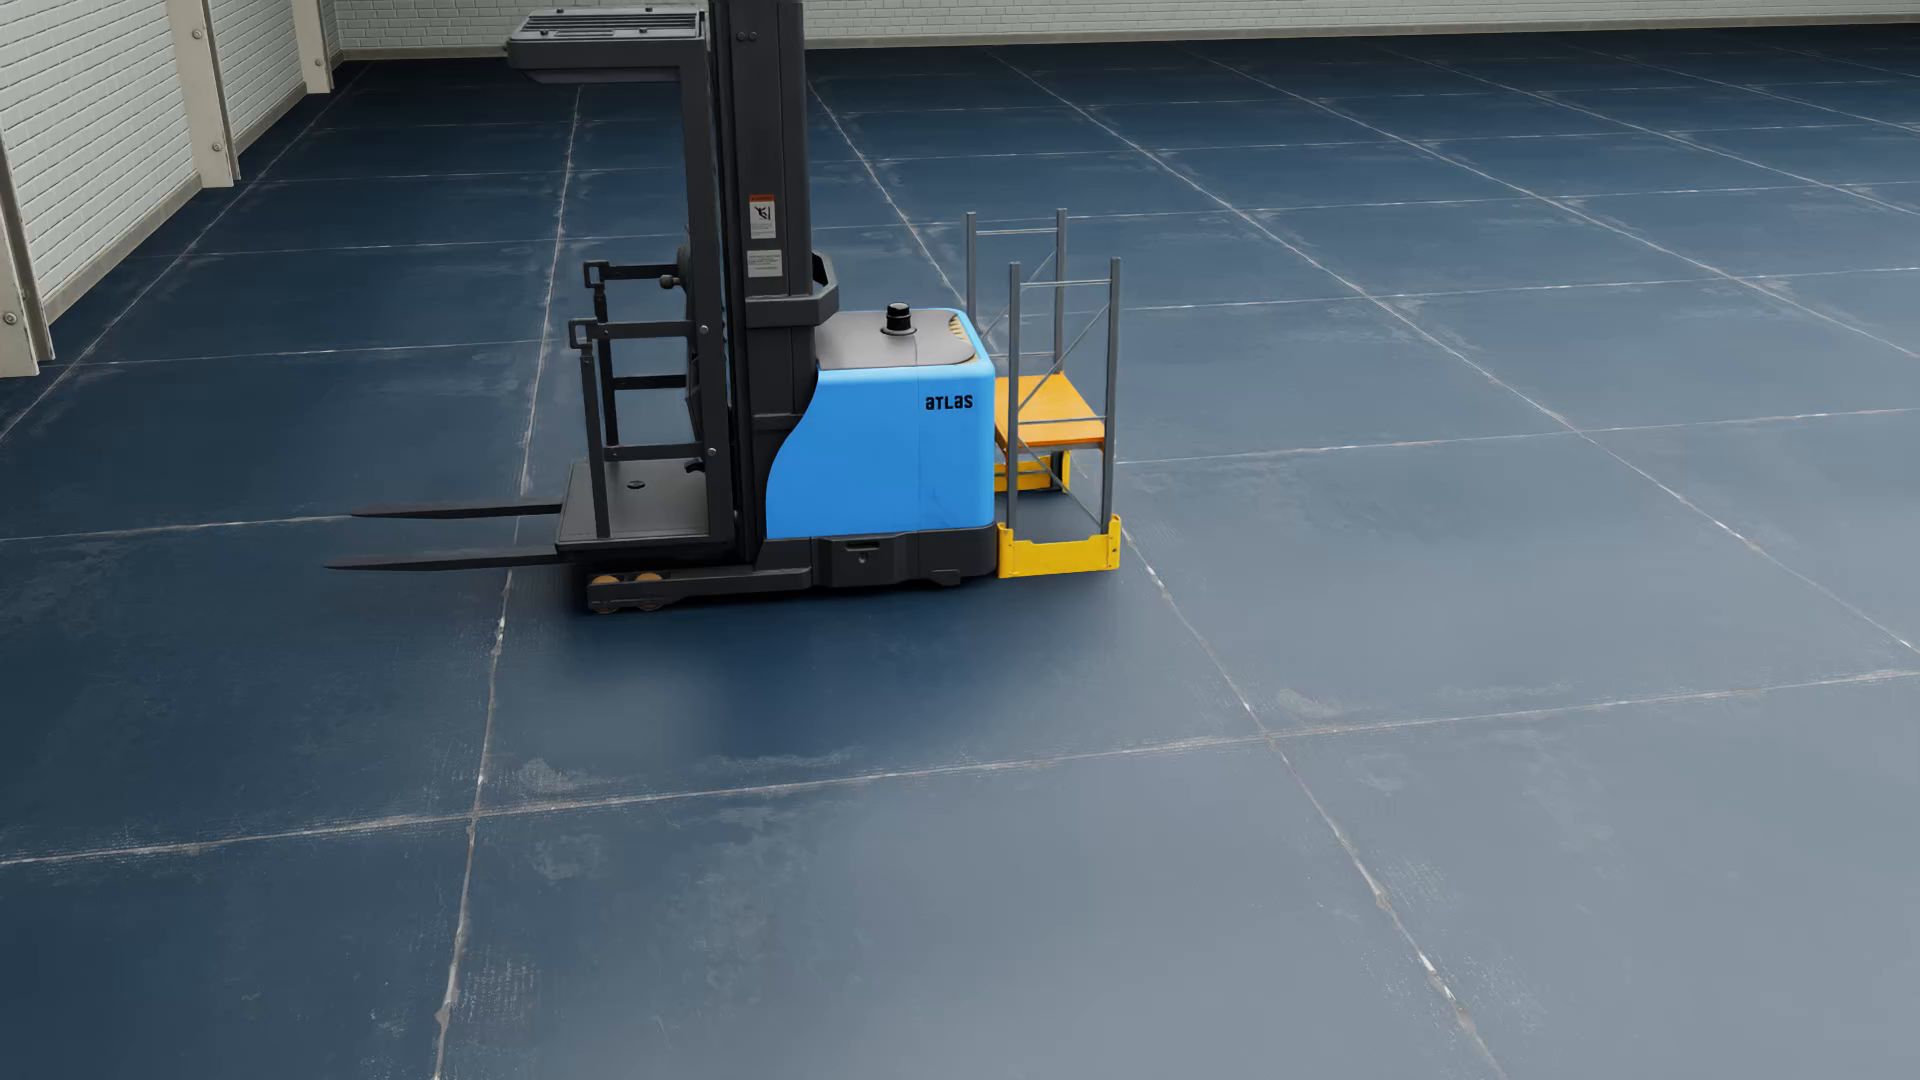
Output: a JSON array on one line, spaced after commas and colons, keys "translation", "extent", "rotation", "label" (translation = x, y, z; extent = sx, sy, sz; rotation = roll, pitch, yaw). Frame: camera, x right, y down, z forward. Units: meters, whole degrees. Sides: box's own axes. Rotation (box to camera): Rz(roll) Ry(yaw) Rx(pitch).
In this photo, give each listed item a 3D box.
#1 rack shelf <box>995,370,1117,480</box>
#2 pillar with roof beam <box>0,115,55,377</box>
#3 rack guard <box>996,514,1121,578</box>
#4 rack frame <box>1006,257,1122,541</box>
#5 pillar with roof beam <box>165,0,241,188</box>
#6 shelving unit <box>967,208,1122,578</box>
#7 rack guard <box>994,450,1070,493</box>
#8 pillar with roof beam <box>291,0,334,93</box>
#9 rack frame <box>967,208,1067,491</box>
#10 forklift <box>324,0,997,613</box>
[{"translation": [0.374, -0.578, 8.150], "extent": [0.538, 0.185, 1.000], "rotation": [-4, 24, -10], "label": "rack shelf"}, {"translation": [-1.879, -5.565, 9.748], "extent": [9.100, 9.000, 0.400], "rotation": [-4, 24, -10], "label": "pillar with roof beam"}, {"translation": [0.466, 0.029, 7.871], "extent": [0.587, 0.250, 0.087], "rotation": [-4, 24, -10], "label": "rack guard"}, {"translation": [0.466, -0.543, 7.620], "extent": [0.500, 1.500, 0.032], "rotation": [-4, 24, -10], "label": "rack frame"}, {"translation": [-2.989, -7.925, 15.151], "extent": [9.100, 9.000, 0.400], "rotation": [-4, 24, -10], "label": "pillar with roof beam"}, {"translation": [0.376, -0.740, 8.070], "extent": [0.587, 1.500, 1.083], "rotation": [-4, 24, -10], "label": "shelving unit"}, {"translation": [0.286, -0.363, 8.769], "extent": [0.587, 0.250, 0.087], "rotation": [-4, 24, -10], "label": "rack guard"}, {"translation": [-4.098, -10.285, 20.555], "extent": [9.100, 9.000, 0.400], "rotation": [-4, 24, -10], "label": "pillar with roof beam"}, {"translation": [0.282, -0.943, 8.536], "extent": [0.500, 1.500, 0.032], "rotation": [-4, 24, -10], "label": "rack frame"}, {"translation": [-1.390, -1.239, 7.424], "extent": [3.031, 2.935, 1.130], "rotation": [-3, 24, -7], "label": "forklift"}]
